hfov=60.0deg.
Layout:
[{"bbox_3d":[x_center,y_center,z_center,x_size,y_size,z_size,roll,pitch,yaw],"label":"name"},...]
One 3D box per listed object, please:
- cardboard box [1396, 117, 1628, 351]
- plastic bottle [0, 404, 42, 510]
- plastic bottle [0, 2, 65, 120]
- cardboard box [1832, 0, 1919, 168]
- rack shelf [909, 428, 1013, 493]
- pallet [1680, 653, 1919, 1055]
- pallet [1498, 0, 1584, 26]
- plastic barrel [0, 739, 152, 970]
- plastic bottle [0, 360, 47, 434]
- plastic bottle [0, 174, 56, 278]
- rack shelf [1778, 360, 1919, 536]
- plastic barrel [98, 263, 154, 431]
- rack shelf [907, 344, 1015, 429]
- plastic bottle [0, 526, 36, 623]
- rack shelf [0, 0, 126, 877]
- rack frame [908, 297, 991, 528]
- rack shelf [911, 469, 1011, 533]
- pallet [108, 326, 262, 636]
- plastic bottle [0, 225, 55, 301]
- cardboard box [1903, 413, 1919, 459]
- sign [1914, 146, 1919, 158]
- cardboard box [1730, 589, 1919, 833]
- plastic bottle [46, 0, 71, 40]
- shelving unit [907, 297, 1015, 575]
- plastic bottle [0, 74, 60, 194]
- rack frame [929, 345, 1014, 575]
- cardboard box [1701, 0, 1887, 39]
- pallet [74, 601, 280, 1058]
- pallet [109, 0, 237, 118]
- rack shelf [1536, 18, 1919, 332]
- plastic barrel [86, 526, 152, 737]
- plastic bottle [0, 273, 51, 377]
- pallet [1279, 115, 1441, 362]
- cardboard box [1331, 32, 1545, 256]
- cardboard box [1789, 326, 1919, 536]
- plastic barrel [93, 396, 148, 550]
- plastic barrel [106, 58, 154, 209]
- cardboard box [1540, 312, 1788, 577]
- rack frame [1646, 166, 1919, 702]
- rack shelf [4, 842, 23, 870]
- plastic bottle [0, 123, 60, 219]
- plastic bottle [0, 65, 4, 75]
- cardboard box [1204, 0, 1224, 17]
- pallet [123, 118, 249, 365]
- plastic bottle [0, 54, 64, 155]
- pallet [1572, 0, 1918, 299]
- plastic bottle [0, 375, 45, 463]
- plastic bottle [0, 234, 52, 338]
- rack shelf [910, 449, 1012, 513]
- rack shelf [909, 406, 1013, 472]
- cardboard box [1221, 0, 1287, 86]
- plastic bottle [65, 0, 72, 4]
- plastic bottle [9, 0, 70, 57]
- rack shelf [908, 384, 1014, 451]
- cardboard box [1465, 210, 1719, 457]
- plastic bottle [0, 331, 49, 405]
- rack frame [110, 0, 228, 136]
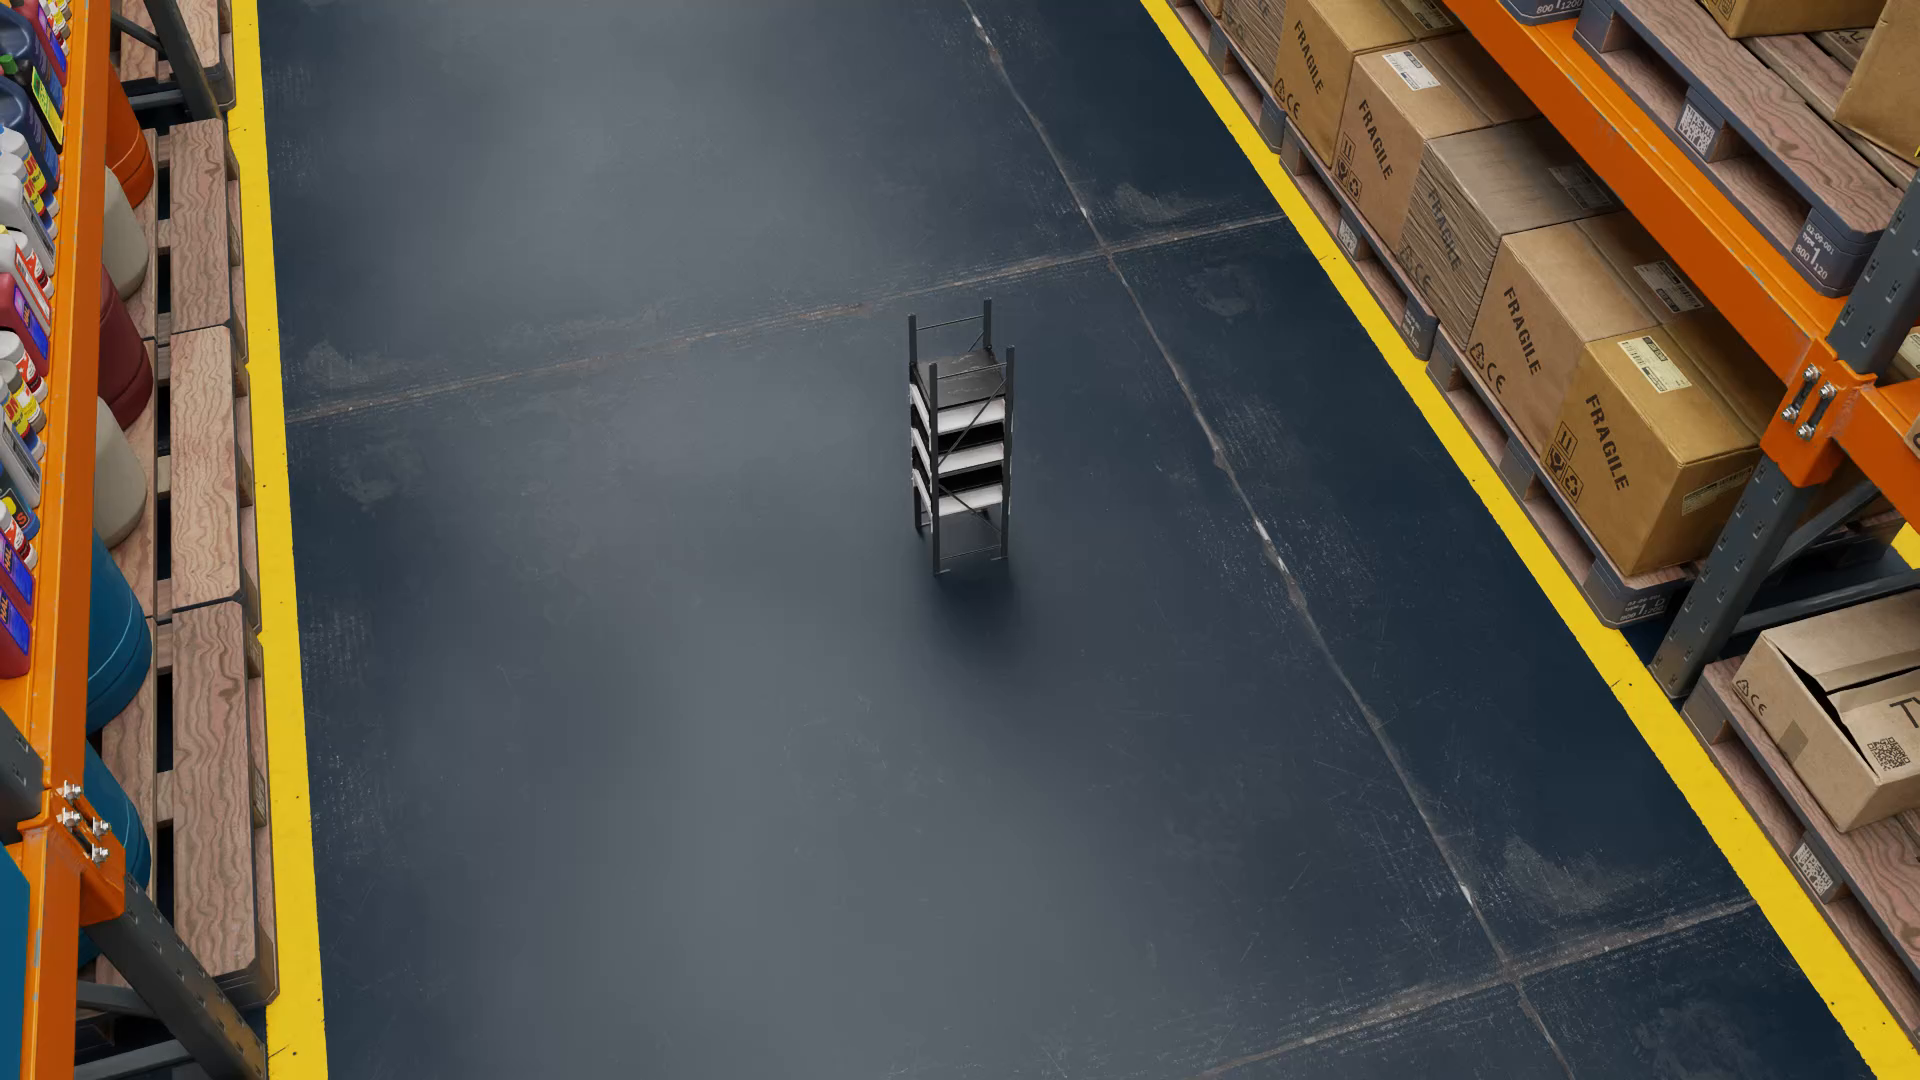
[{"bbox_3d":[1.824,-1.015,5.491,0.500,0.500,0.500,-13,51,-11],"label":"cardboard box"},{"bbox_3d":[-2.084,-0.188,3.528,0.152,0.276,0.135,-13,51,-11],"label":"plastic bottle"},{"bbox_3d":[-2.513,-1.282,4.402,0.144,0.351,0.185,-13,51,-11],"label":"plastic bottle"},{"bbox_3d":[2.604,-1.218,3.975,0.700,0.500,0.500,-30,56,-23],"label":"cardboard box"},{"bbox_3d":[0.002,-0.263,4.926,0.258,0.077,0.200,-13,51,-11],"label":"rack shelf"},{"bbox_3d":[2.732,0.747,4.482,1.003,0.211,1.213,-13,51,-11],"label":"pallet"},{"bbox_3d":[1.927,-2.094,5.179,1.003,0.211,1.213,-13,51,-11],"label":"pallet"},{"bbox_3d":[-2.347,0.603,3.877,0.600,0.901,0.708,-13,51,-11],"label":"plastic barrel"},{"bbox_3d":[-2.121,-0.326,3.693,0.097,0.201,0.097,0,50,0],"label":"plastic bottle"},{"bbox_3d":[-2.318,-0.766,4.015,0.152,0.276,0.135,-13,51,-11],"label":"plastic bottle"},{"bbox_3d":[3.122,1.039,2.883,1.077,0.370,4.000,-13,51,-11],"label":"rack shelf"},{"bbox_3d":[-2.891,-0.638,5.128,0.600,0.588,0.708,-13,51,-11],"label":"plastic barrel"},{"bbox_3d":[0.002,-0.437,4.720,0.258,0.077,0.200,-13,51,-11],"label":"rack shelf"},{"bbox_3d":[-1.943,0.040,3.331,0.061,0.283,0.133,-13,51,-11],"label":"plastic bottle"},{"bbox_3d":[-2.794,-0.765,4.404,1.077,0.370,4.000,-13,51,-11],"label":"rack shelf"},{"bbox_3d":[-0.028,-0.358,4.964,0.240,0.900,0.006,-13,51,-11],"label":"rack frame"},{"bbox_3d":[0.002,-0.147,5.064,0.258,0.077,0.200,-13,51,-11],"label":"rack shelf"},{"bbox_3d":[-2.755,-0.103,5.199,1.003,0.211,1.213,-13,51,-11],"label":"pallet"},{"bbox_3d":[-2.258,-0.664,3.977,0.097,0.201,0.097,0,50,0],"label":"plastic bottle"},{"bbox_3d":[2.421,-0.252,3.435,0.500,0.500,0.500,-12,51,-10],"label":"cardboard box"},{"bbox_3d":[2.001,-0.899,3.288,0.100,0.325,0.005,-13,51,-11],"label":"sign"},{"bbox_3d":[2.448,0.427,4.399,0.500,0.311,0.500,-13,51,-11],"label":"cardboard box"},{"bbox_3d":[-2.601,-1.511,4.692,0.097,0.201,0.097,0,50,0],"label":"plastic bottle"},{"bbox_3d":[0.002,-0.284,4.901,0.258,0.900,0.210,-13,51,-11],"label":"shelving unit"},{"bbox_3d":[-2.419,-1.050,4.206,0.144,0.351,0.185,-13,51,-11],"label":"plastic bottle"},{"bbox_3d":[0.032,-0.210,4.838,0.240,0.900,0.006,-13,51,-11],"label":"rack frame"},{"bbox_3d":[2.340,-1.706,4.386,0.700,0.500,0.500,-6,50,-5],"label":"cardboard box"},{"bbox_3d":[-2.391,0.790,4.446,1.003,0.211,1.213,-13,51,-11],"label":"pallet"},{"bbox_3d":[-3.578,-2.134,6.911,1.003,0.211,1.213,-13,51,-11],"label":"pallet"},{"bbox_3d":[1.939,-1.945,5.271,0.919,0.124,3.809,-13,51,-11],"label":"rack shelf"},{"bbox_3d":[-2.557,0.086,4.313,0.600,0.901,0.708,-13,51,-11],"label":"plastic barrel"},{"bbox_3d":[-2.166,-0.512,3.796,0.061,0.283,0.133,-13,51,-11],"label":"plastic bottle"},{"bbox_3d":[1.889,-1.233,6.151,1.003,0.211,1.213,-13,51,-11],"label":"pallet"},{"bbox_3d":[1.672,-1.385,5.803,0.500,0.500,0.500,-15,51,-12],"label":"cardboard box"},{"bbox_3d":[2.620,-0.398,4.971,0.500,0.500,0.500,-15,52,-13],"label":"cardboard box"},{"bbox_3d":[-2.638,-0.221,4.827,0.421,0.512,0.421,0,50,0],"label":"plastic barrel"},{"bbox_3d":[-3.225,-1.540,5.731,0.600,0.830,0.708,-13,51,-11],"label":"plastic barrel"},{"bbox_3d":[2.111,-0.285,4.876,0.500,0.500,0.500,-14,51,-11],"label":"cardboard box"},{"bbox_3d":[2.530,-0.654,3.839,1.000,3.000,0.127,-13,51,-11],"label":"rack frame"},{"bbox_3d":[-1.611,2.093,1.866,0.919,0.124,3.809,-13,51,-11],"label":"rack shelf"},{"bbox_3d":[-2.355,-0.927,4.153,0.097,0.271,0.097,0,50,0],"label":"plastic bottle"},{"bbox_3d":[-2.484,-1.140,4.326,0.061,0.283,0.133,-13,51,-11],"label":"plastic bottle"},{"bbox_3d":[1.209,-2.514,6.755,0.500,0.500,0.500,-11,51,-9],"label":"cardboard box"},{"bbox_3d":[-3.113,-0.993,5.949,1.003,0.211,1.213,-13,51,-11],"label":"pallet"},{"bbox_3d":[-2.426,-1.154,4.337,0.061,0.283,0.133,-13,51,-11],"label":"plastic bottle"},{"bbox_3d":[2.398,-1.200,4.425,1.003,0.211,1.213,-13,51,-11],"label":"pallet"},{"bbox_3d":[-2.092,-0.277,3.606,0.097,0.271,0.097,0,50,0],"label":"plastic bottle"},{"bbox_3d":[-2.249,-0.597,3.872,0.152,0.276,0.135,-13,51,-11],"label":"plastic bottle"},{"bbox_3d":[0.002,-0.205,4.995,0.258,0.077,0.200,-13,51,-11],"label":"rack shelf"},{"bbox_3d":[0.002,-0.321,4.858,0.258,0.077,0.200,-13,51,-11],"label":"rack shelf"},{"bbox_3d":[1.369,-2.133,6.433,0.500,0.500,0.500,-15,51,-12],"label":"cardboard box"},{"bbox_3d":[-2.658,-1.676,4.785,0.097,0.271,0.097,0,50,0],"label":"plastic bottle"},{"bbox_3d":[-2.572,-1.440,4.632,0.097,0.201,0.097,0,50,0],"label":"plastic bottle"},{"bbox_3d":[0.002,-0.379,4.789,0.258,0.077,0.200,-13,51,-11],"label":"rack shelf"},{"bbox_3d":[1.972,-0.648,5.182,0.500,0.500,0.500,-13,51,-11],"label":"cardboard box"},{"bbox_3d":[-2.150,-0.397,3.753,0.097,0.201,0.097,0,50,0],"label":"plastic bottle"},{"bbox_3d":[-3.386,-2.458,5.360,1.000,3.000,0.127,-13,51,-11],"label":"rack frame"}]
